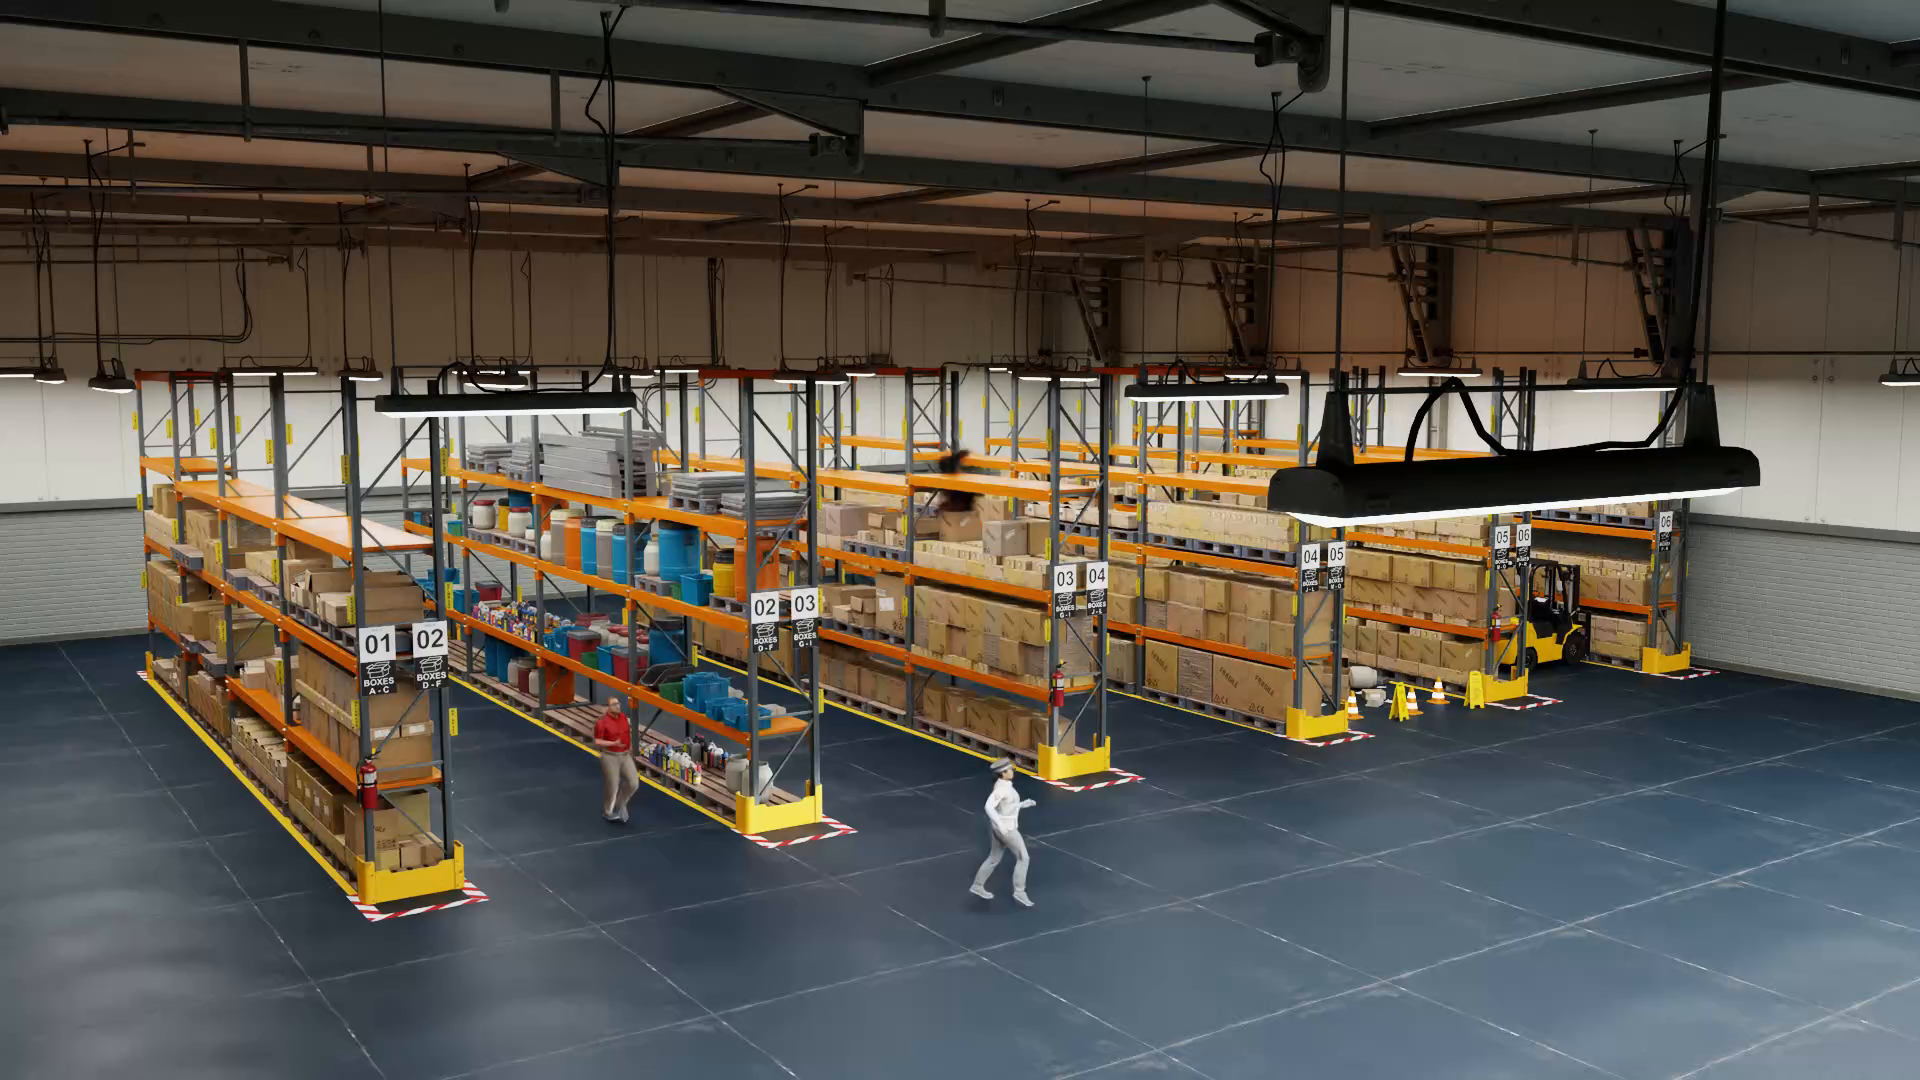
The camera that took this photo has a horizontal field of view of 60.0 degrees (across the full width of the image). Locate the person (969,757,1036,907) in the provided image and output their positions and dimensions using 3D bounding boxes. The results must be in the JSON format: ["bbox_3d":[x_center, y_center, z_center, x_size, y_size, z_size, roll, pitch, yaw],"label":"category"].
[{"bbox_3d":[0.494,3.345,19.042,0.761,1.750,0.583,-1,7,-9],"label":"person"}]

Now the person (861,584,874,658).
[{"bbox_3d":[-1.960,1.704,33.909,0.579,1.654,0.791,-6,9,-41],"label":"person"}]

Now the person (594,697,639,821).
[{"bbox_3d":[-4.586,2.971,22.375,0.651,1.733,0.645,6,9,44],"label":"person"}]

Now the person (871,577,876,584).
[{"bbox_3d":[-2.093,0.630,42.912,0.566,1.721,0.712,-4,7,-30],"label":"person"}]
